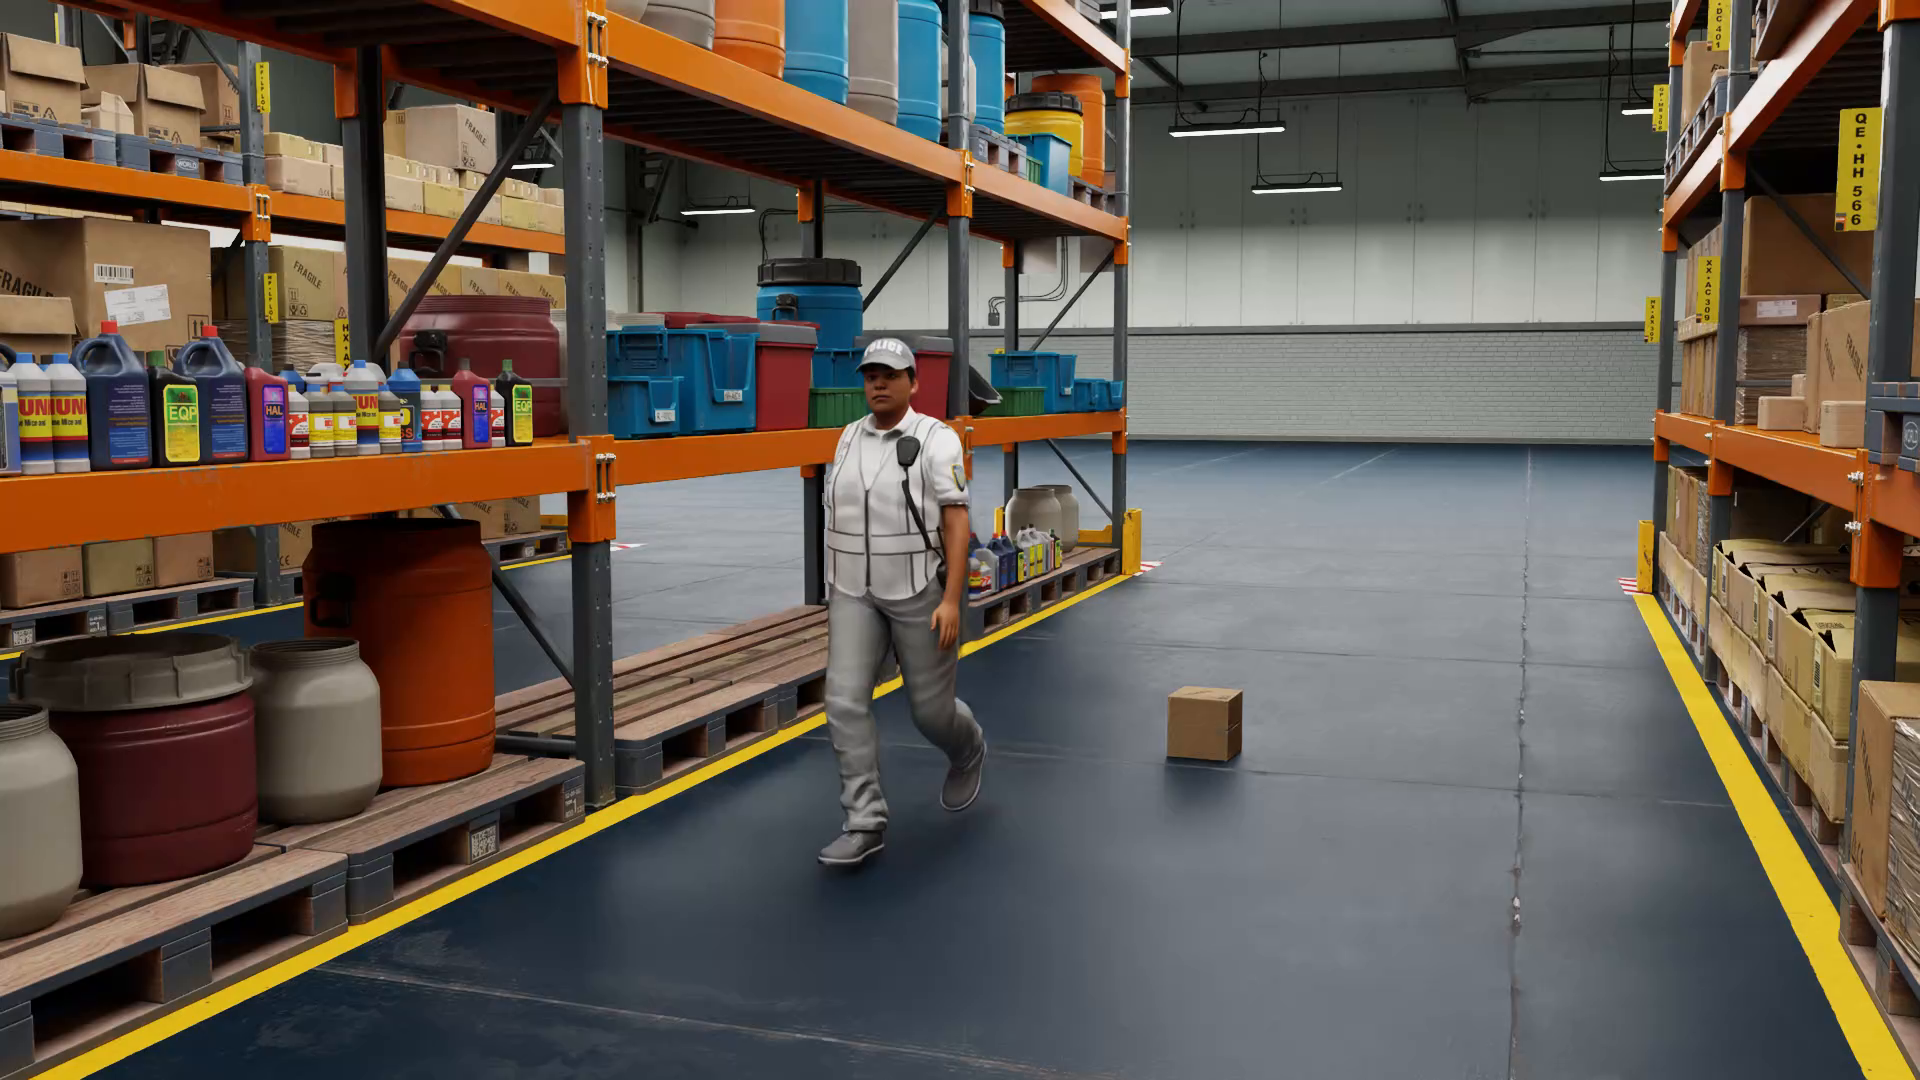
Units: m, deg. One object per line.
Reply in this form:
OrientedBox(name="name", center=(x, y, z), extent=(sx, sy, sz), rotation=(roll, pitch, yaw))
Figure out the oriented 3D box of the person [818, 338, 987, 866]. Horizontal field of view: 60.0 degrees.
OrientedBox(name="person", center=(-0.179, 0.167, 5.363), extent=(0.492, 1.623, 0.858), rotation=(2, 6, 22))
